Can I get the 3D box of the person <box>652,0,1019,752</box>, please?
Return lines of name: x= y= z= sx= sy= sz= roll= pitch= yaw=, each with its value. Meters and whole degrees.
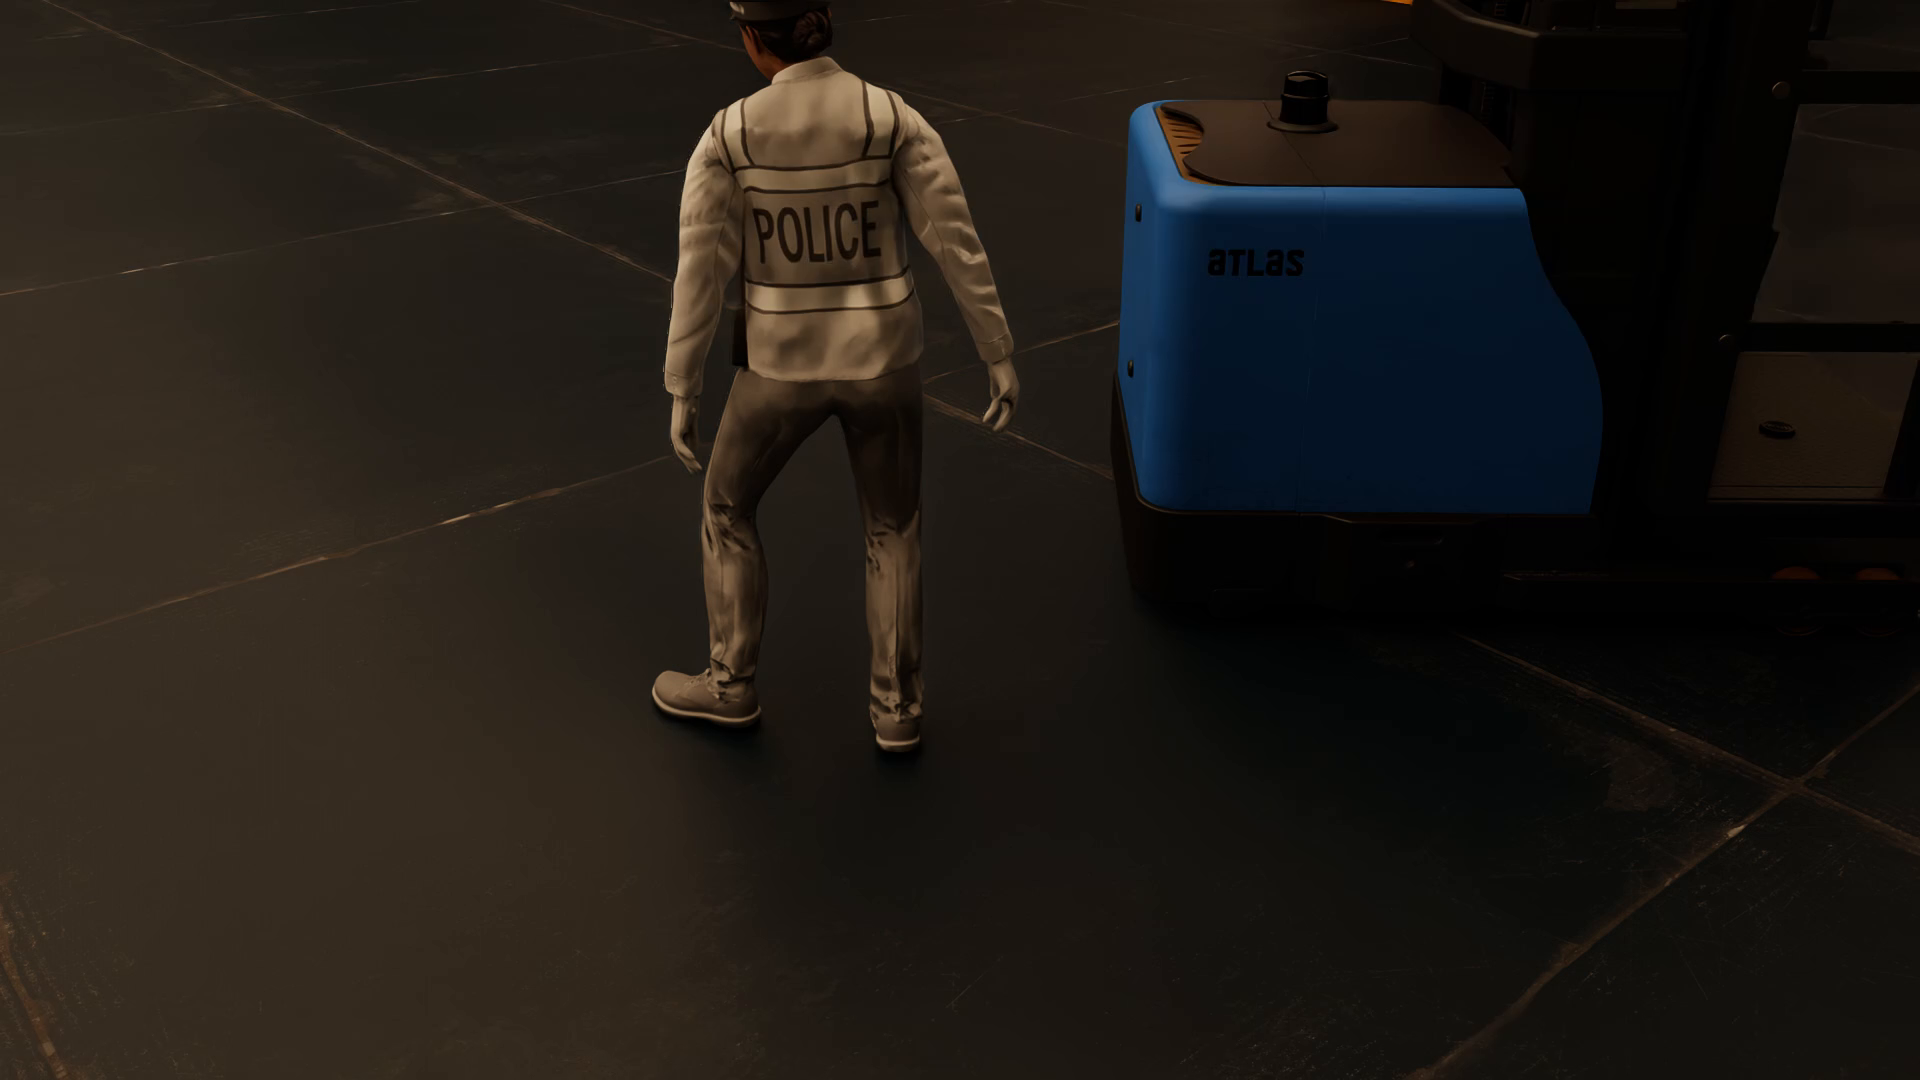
person: x=-0.286 y=-0.329 z=3.370 sx=0.806 sy=1.637 sz=0.413 roll=-2 pitch=26 yaw=-4

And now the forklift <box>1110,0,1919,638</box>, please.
forklift: x=1.947 y=-1.317 z=3.858 sx=3.031 sy=2.935 sz=1.130 roll=0 pitch=26 yaw=1
